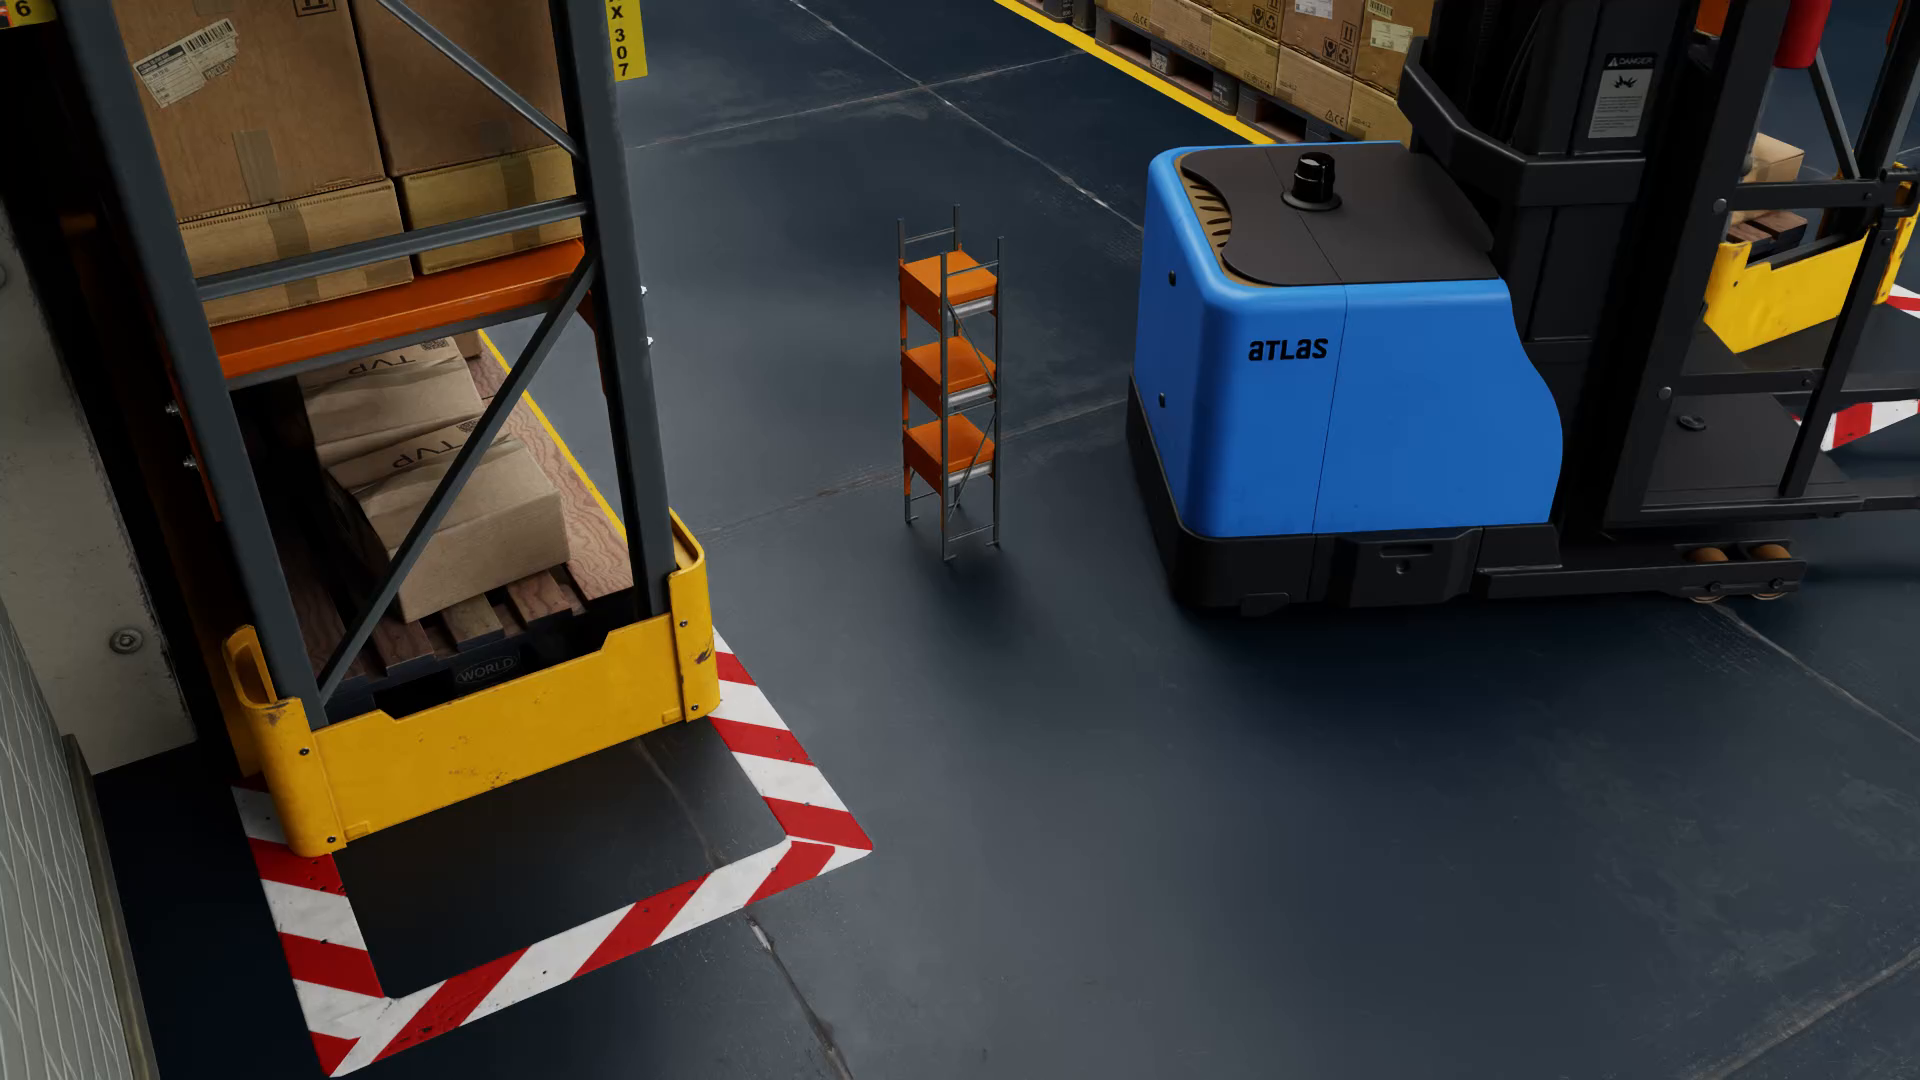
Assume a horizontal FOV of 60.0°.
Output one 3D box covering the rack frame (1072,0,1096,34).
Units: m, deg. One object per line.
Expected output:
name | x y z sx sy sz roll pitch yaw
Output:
rack frame | 1.074 -4.134 8.367 1.000 3.000 0.127 -19 40 -24

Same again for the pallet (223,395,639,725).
pallet | -1.613 0.038 5.019 1.003 0.211 1.213 -19 40 -24

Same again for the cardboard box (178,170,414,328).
cardboard box | -1.600 -0.753 3.848 0.500 0.250 0.500 -18 40 -23

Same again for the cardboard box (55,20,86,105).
cardboard box | -2.382 -1.526 4.907 0.500 0.250 0.500 -18 40 -23

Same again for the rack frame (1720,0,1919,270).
rack frame | 3.084 -2.094 5.574 1.000 3.000 0.127 -19 40 -24

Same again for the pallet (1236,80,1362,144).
pallet | 2.055 -1.967 7.764 1.003 0.211 1.213 -19 40 -24

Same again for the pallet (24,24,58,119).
pallet | -4.216 -2.558 8.573 1.003 0.211 1.213 -19 40 -24

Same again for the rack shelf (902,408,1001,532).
rack shelf | -0.027 -0.218 5.148 0.215 0.259 0.240 -19 40 -24

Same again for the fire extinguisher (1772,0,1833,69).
fire extinguisher | 2.742 -1.865 5.326 0.296 0.674 0.183 -19 40 -24

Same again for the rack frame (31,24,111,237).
rack frame | -3.207 -2.664 6.355 1.000 3.000 0.127 -19 40 -24

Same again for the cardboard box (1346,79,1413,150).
cardboard box | 2.045 -1.845 7.208 0.500 0.250 0.500 -19 40 -24

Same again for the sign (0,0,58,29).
sign | -1.687 -1.065 2.916 0.100 0.325 0.005 -19 40 -24

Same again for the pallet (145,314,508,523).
pallet | -2.222 -0.583 5.870 1.003 0.211 1.213 -19 40 -24

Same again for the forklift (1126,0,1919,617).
forklift | 2.104 -1.304 4.550 3.031 2.935 1.130 -3 36 -4

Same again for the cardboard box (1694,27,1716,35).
cardboard box | 2.754 -2.050 6.853 0.500 0.500 0.500 -19 40 -24

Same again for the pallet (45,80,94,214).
pallet | -3.599 -1.935 7.720 1.003 0.211 1.213 -19 40 -24

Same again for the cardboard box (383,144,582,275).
cardboard box | -1.168 -0.915 4.070 0.500 0.250 0.500 -20 41 -25

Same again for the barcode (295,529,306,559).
barcode | -1.822 0.010 4.592 0.001 0.075 0.075 -19 40 -24

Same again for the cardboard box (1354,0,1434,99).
cardboard box | 2.042 -2.147 6.986 0.500 0.500 0.500 -19 40 -24

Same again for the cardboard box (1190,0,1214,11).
cardboard box | 1.295 -2.914 8.036 0.500 0.500 0.500 -19 40 -24

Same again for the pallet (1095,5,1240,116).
pallet | 1.438 -2.590 8.617 1.003 0.211 1.213 -19 40 -24

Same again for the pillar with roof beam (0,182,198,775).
pillar with roof beam | 1.426 -4.423 3.677 9.100 9.000 0.400 -19 40 -24

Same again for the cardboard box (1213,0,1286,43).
cardboard box | 1.539 -2.657 7.684 0.500 0.500 0.500 -19 40 -24

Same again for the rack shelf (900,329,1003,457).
rack shelf | -0.027 -0.443 4.984 0.215 0.259 0.240 -19 40 -24

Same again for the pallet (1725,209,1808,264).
pallet | 2.664 -1.346 6.913 1.003 0.211 1.213 -19 40 -24

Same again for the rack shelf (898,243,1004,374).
rack shelf | -0.027 -0.672 4.817 0.215 0.259 0.240 -19 40 -24

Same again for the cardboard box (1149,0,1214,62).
cardboard box | 1.292 -2.610 8.256 0.500 0.250 0.500 -19 40 -24

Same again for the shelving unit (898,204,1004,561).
shelving unit | -0.027 -0.451 4.978 0.215 1.050 0.252 -19 40 -24

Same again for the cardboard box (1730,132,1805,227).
cardboard box | 3.007 -1.493 6.726 0.500 0.250 0.500 -19 40 -24

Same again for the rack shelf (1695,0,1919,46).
rack shelf | 2.079 -2.824 7.183 1.077 0.370 4.000 -19 40 -24

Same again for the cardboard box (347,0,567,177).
cardboard box | -1.177 -1.207 3.834 0.500 0.500 0.500 -19 40 -24

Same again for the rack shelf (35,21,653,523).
rack shelf | -2.202 -1.354 5.170 1.077 0.370 4.000 -19 40 -24

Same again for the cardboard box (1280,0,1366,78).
cardboard box | 1.792 -2.402 7.336 0.500 0.500 0.500 -19 40 -24

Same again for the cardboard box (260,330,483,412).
cardboard box | -2.079 -0.852 5.619 0.700 0.500 0.500 -22 41 -27

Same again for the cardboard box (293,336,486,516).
cardboard box | -1.753 -0.386 5.143 0.500 0.311 0.500 -16 39 -20

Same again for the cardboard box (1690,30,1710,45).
cardboard box | 2.557 -1.641 6.294 0.500 0.500 0.500 -19 40 -24

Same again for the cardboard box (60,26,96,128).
cardboard box | -2.126 -1.269 4.555 0.500 0.250 0.500 -19 40 -24

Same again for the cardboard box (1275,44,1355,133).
cardboard box | 1.795 -2.101 7.558 0.500 0.250 0.500 -19 40 -24

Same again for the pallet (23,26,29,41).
pallet | -4.825 -3.179 9.424 1.003 0.211 1.213 -19 40 -24

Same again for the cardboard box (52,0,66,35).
cardboard box | -2.126 -1.574 4.336 0.500 0.500 0.500 -20 41 -25

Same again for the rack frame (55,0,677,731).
rack frame | -1.197 -0.624 3.562 1.000 3.000 0.127 -19 40 -24

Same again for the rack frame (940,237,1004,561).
rack frame | 0.034 -0.389 4.893 0.200 1.050 0.008 -19 40 -24

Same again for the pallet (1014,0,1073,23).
pallet | 0.671 -3.372 9.688 1.003 0.211 1.213 -19 40 -24

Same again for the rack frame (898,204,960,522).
rack frame | -0.088 -0.513 5.063 0.200 1.050 0.008 -19 40 -24

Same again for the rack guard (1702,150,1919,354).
rack guard | 3.096 -1.072 6.295 1.175 0.500 0.348 -19 40 -24

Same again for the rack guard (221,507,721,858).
rack guard | -1.235 0.346 4.352 1.175 0.500 0.348 -19 40 -24

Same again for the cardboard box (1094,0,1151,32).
cardboard box | 1.045 -2.867 8.607 0.500 0.250 0.500 -19 40 -24

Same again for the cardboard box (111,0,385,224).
cardboard box | -1.618 -1.052 3.622 0.500 0.500 0.500 -19 40 -24

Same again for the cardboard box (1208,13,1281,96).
cardboard box | 1.539 -2.354 7.905 0.500 0.250 0.500 -19 40 -24

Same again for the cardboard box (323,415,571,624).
cardboard box | -1.467 -0.096 4.745 0.500 0.311 0.500 -24 42 -29

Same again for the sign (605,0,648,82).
sign | -0.728 -1.135 3.527 0.100 0.325 0.005 -19 40 -24

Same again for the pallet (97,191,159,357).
pallet | -2.839 -1.206 6.722 1.003 0.211 1.213 -19 40 -24
